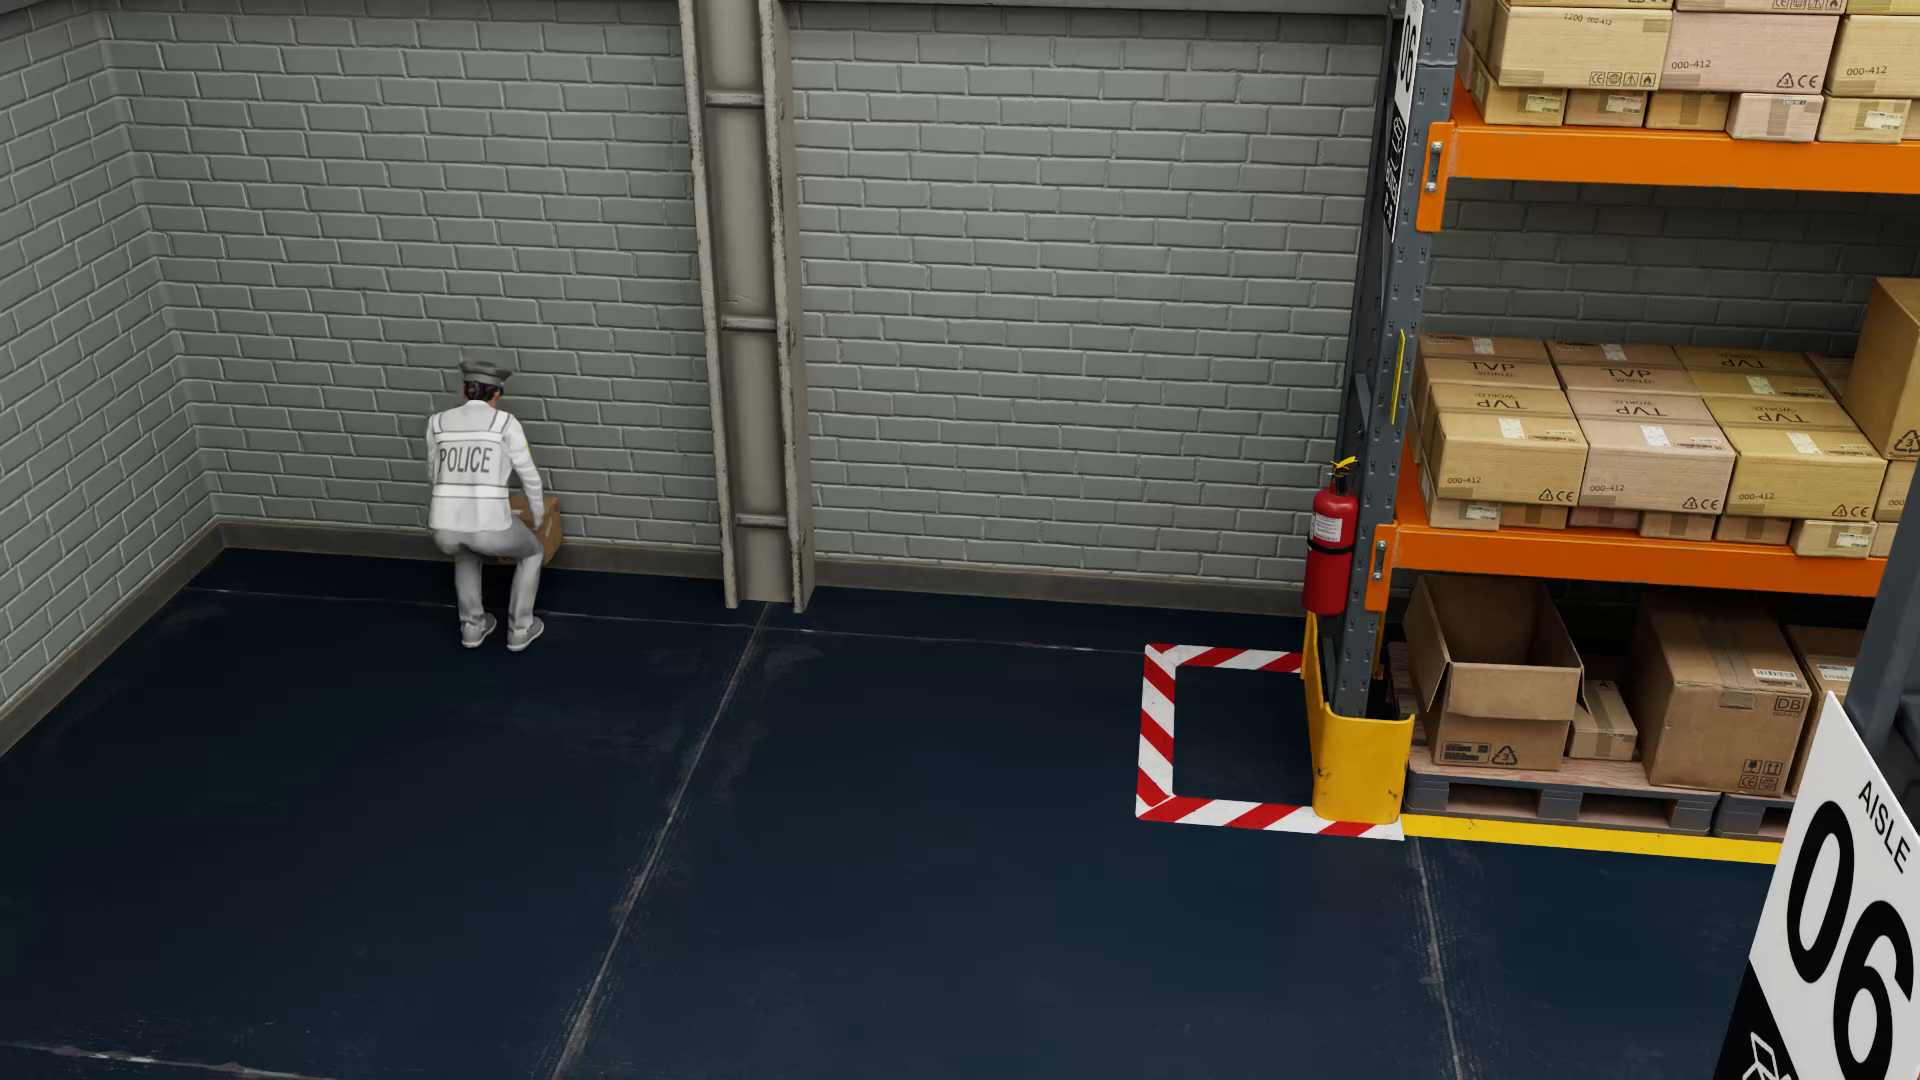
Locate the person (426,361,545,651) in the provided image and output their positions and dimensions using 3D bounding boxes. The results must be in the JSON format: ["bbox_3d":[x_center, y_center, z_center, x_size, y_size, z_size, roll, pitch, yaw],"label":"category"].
[{"bbox_3d":[-2.228,-0.147,7.759,0.534,1.322,0.737,4,29,7],"label":"person"}]
